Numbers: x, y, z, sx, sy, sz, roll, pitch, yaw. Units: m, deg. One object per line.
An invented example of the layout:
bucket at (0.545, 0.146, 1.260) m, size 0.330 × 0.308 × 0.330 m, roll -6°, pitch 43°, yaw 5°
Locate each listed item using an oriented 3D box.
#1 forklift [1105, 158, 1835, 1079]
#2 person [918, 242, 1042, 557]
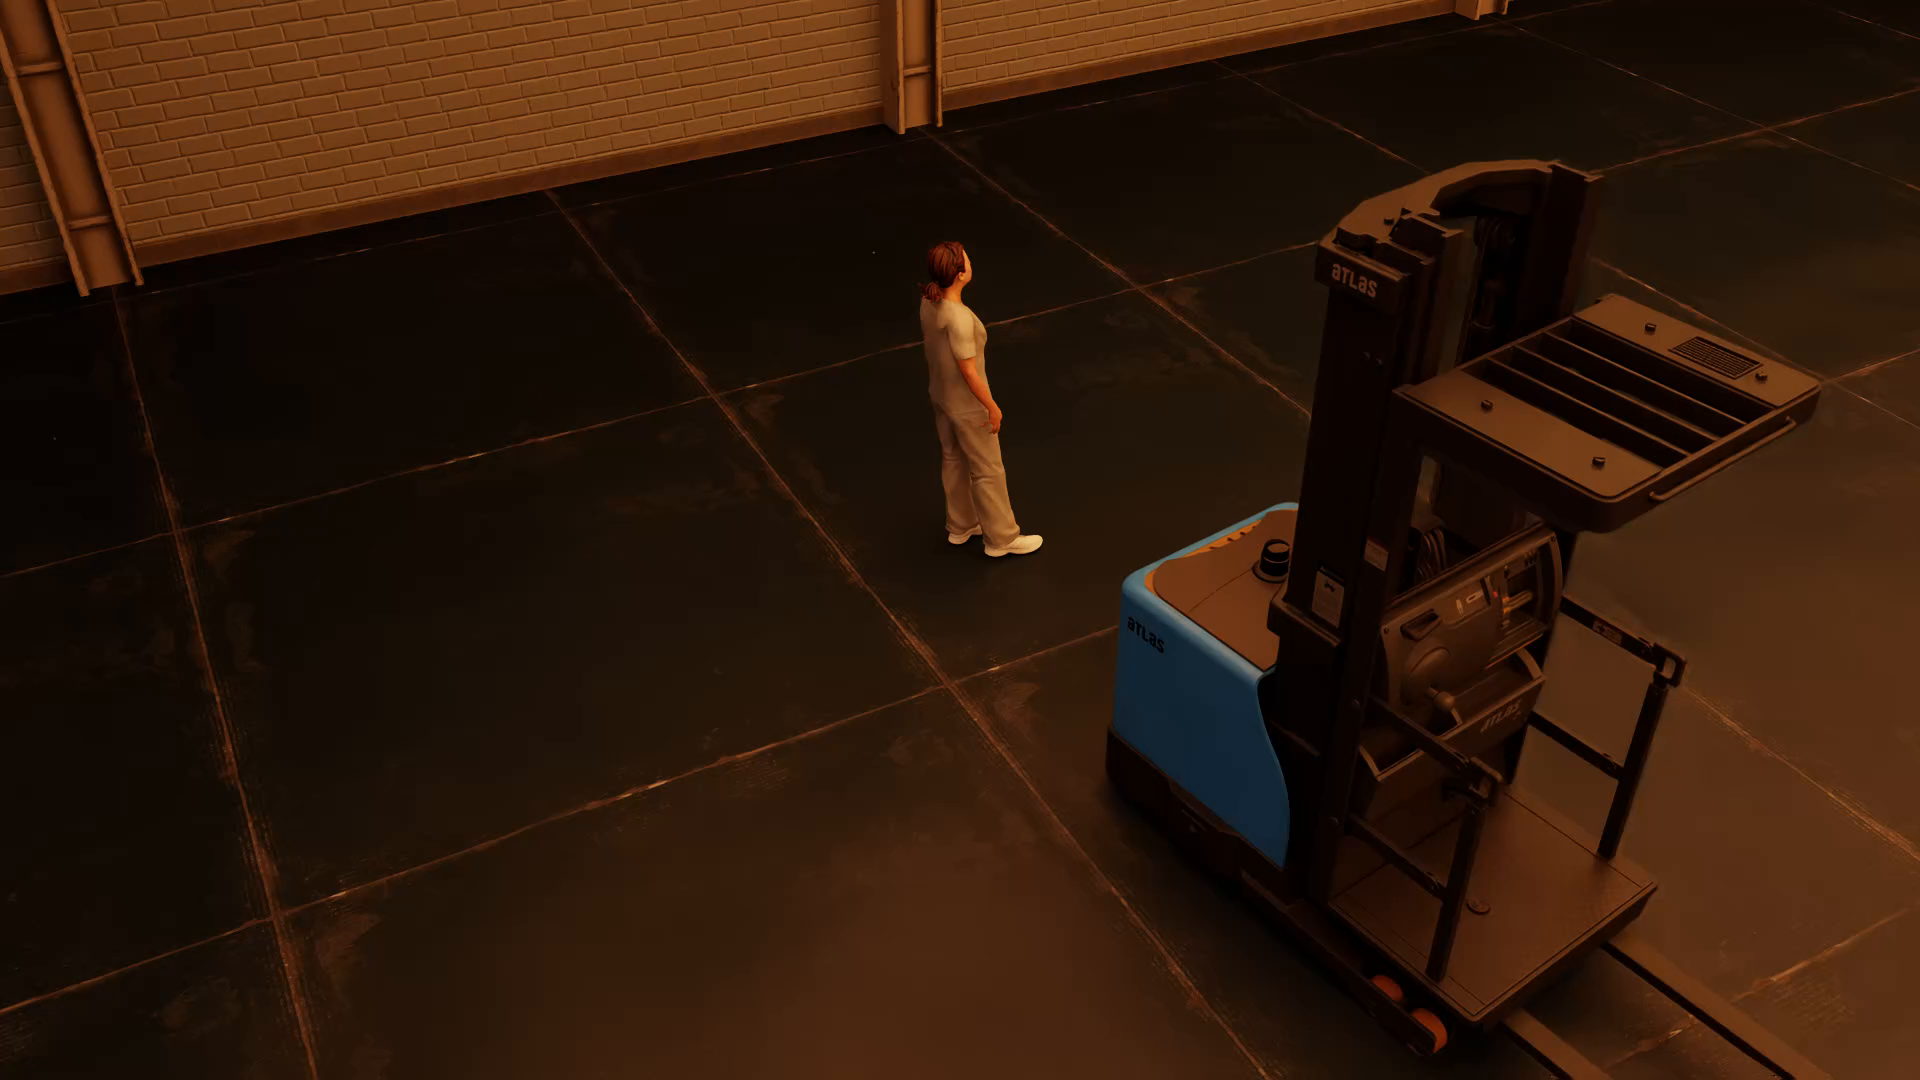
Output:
forklift at (1.909, 0.344, 5.637) m, size 1.130 × 2.935 × 3.031 m, roll -23°, pitch 41°, yaw -29°
person at (0.079, -0.706, 8.196) m, size 0.532 × 1.673 × 0.549 m, roll -17°, pitch 39°, yaw -23°
